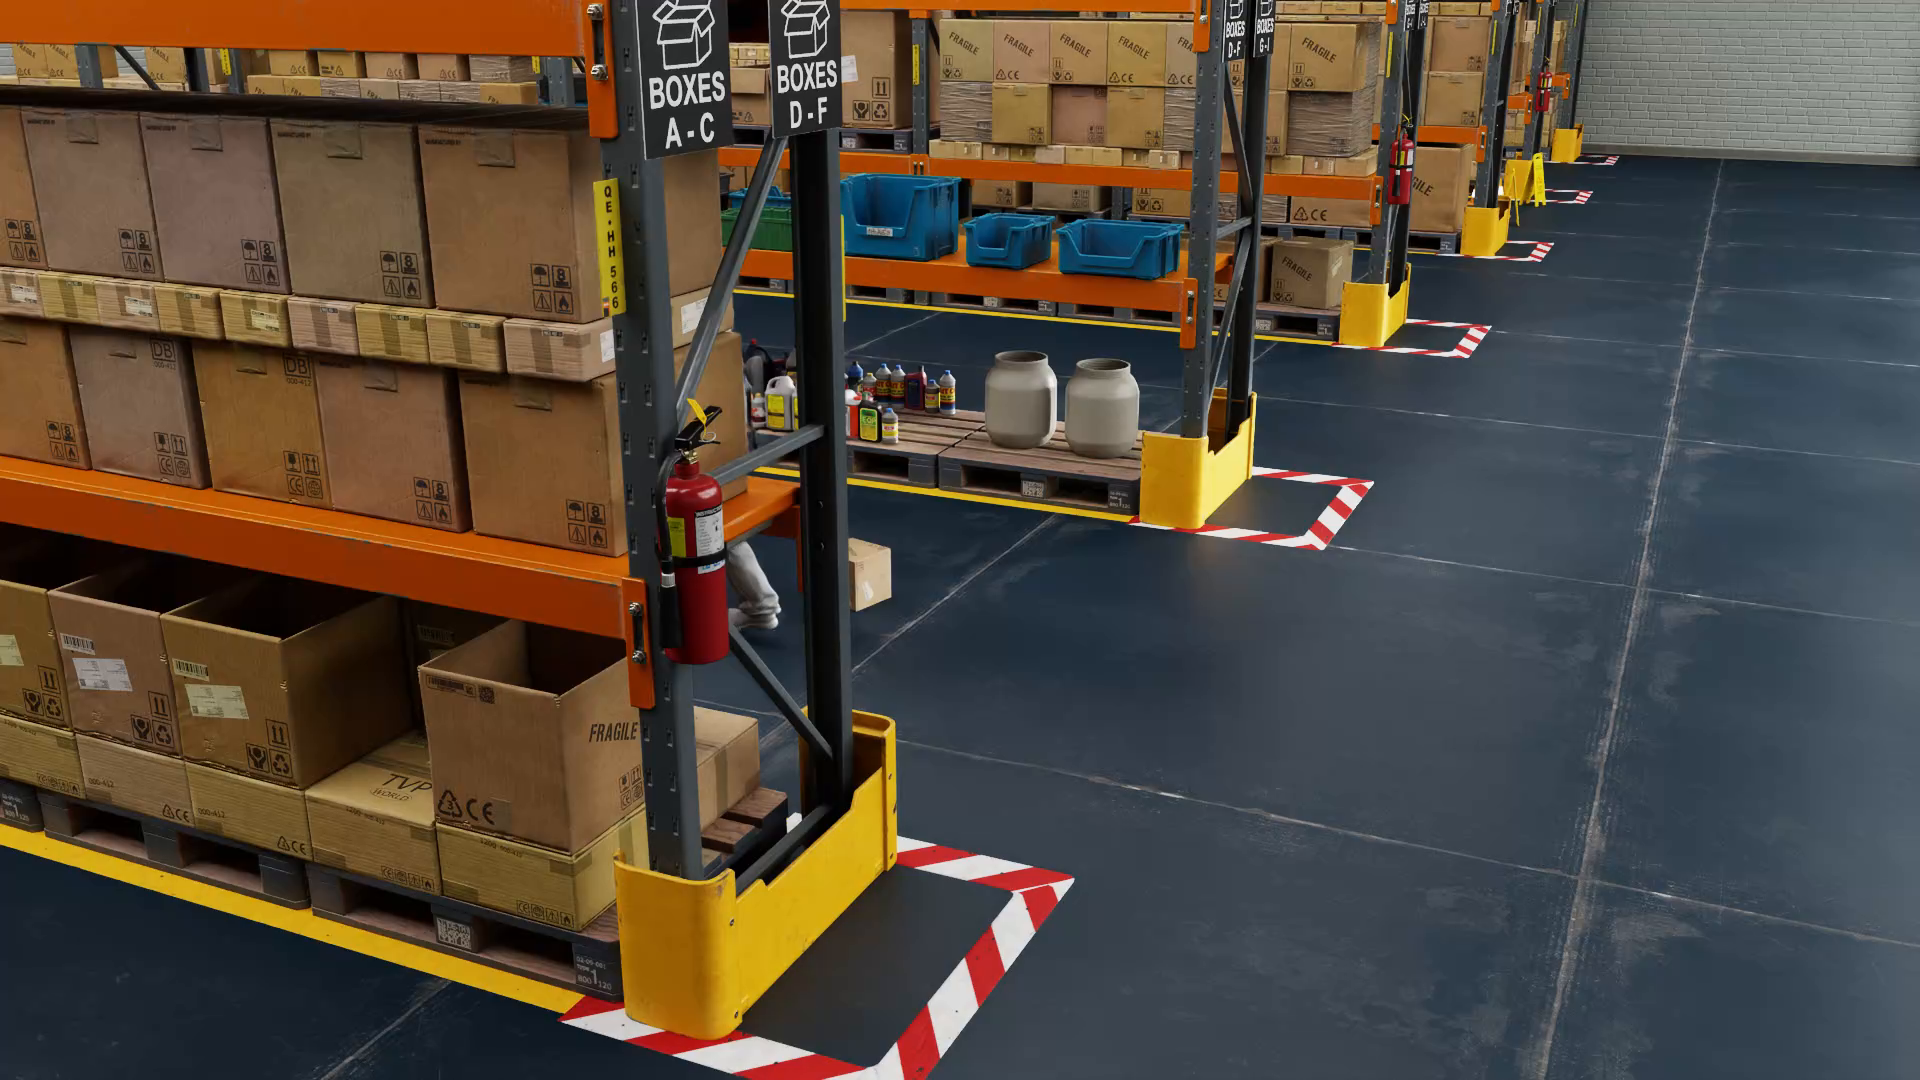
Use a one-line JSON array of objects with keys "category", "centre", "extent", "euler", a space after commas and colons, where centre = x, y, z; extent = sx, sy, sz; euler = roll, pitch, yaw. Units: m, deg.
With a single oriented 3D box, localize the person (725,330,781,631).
[{"category": "person", "centre": [-1.211, -0.471, 7.380], "extent": [1.003, 1.728, 0.549], "euler": [10, 21, 26]}]
